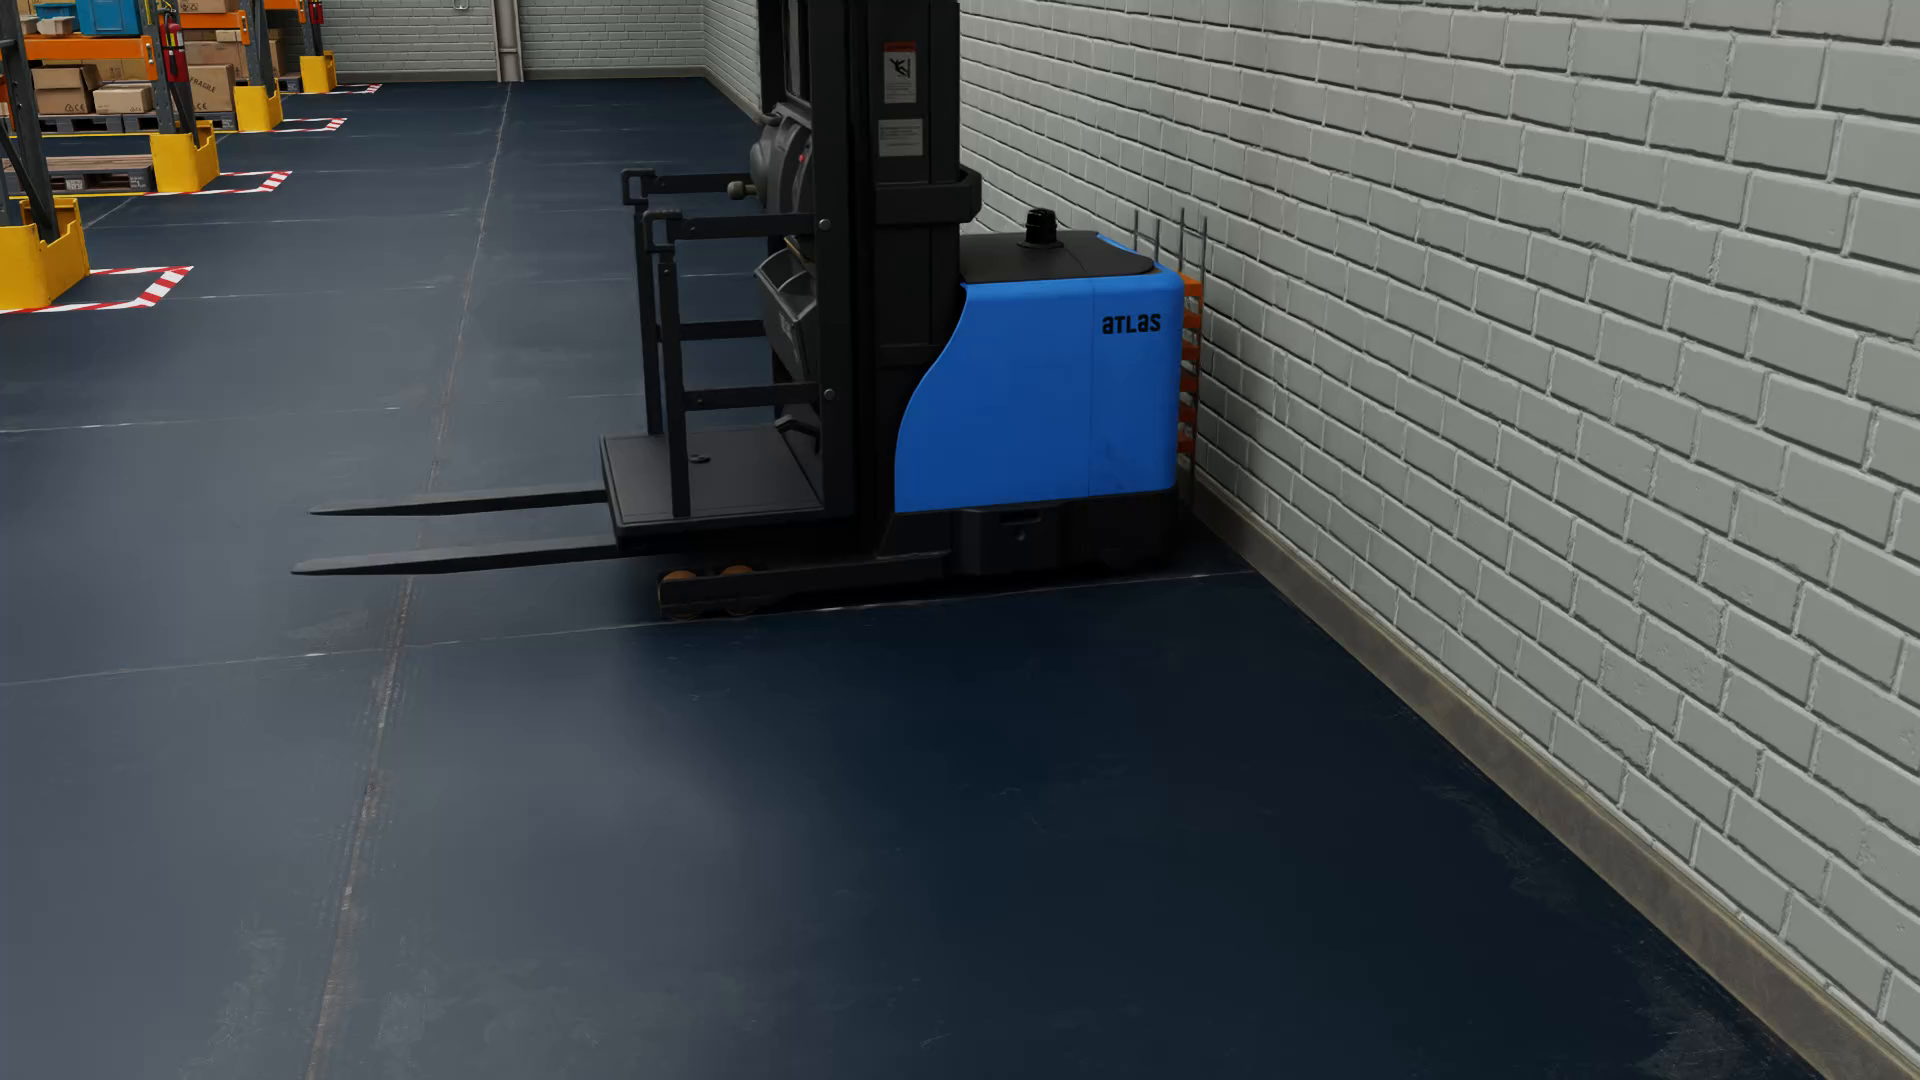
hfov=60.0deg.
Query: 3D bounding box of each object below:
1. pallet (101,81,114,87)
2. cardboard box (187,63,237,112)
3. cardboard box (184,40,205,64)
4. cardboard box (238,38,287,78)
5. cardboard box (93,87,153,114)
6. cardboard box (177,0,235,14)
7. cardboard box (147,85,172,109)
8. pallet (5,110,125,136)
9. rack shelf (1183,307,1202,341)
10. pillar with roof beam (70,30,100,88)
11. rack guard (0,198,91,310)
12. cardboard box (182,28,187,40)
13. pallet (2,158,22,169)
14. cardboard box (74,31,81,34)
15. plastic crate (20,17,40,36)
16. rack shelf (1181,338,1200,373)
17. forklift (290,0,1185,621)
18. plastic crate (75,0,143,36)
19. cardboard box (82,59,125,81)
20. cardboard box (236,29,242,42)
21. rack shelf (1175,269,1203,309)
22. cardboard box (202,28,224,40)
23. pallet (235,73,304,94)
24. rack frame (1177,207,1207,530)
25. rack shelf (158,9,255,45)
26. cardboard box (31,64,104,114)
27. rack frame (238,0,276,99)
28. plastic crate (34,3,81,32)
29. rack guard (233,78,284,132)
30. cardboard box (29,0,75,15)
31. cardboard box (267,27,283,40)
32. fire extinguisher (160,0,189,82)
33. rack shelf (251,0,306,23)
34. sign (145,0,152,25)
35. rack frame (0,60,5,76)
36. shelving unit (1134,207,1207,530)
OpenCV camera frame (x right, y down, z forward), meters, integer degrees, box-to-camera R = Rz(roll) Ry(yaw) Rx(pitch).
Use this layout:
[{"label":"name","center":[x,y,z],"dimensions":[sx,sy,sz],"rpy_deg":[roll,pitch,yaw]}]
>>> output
[{"label":"pallet","center":[-12.485,-6.393,23.459],"dimensions":[1.213,0.211,1.003],"rpy_deg":[-5,21,-12]},{"label":"cardboard box","center":[-8.679,-5.234,19.237],"dimensions":[0.500,0.500,0.500],"rpy_deg":[-5,21,-12]},{"label":"cardboard box","center":[-10.985,-6.840,23.649],"dimensions":[0.500,0.500,0.700],"rpy_deg":[-5,21,-14]},{"label":"cardboard box","center":[-10.009,-6.919,23.866],"dimensions":[0.500,0.500,0.700],"rpy_deg":[-5,21,-12]},{"label":"cardboard box","center":[-9.611,-5.052,19.102],"dimensions":[0.500,0.250,0.500],"rpy_deg":[-5,21,-12]},{"label":"cardboard box","center":[-8.580,-6.247,18.863],"dimensions":[0.500,0.500,0.500],"rpy_deg":[-4,20,-11]},{"label":"cardboard box","center":[-9.288,-5.255,19.656],"dimensions":[0.500,0.250,0.500],"rpy_deg":[-5,21,-12]},{"label":"pallet","center":[-10.241,-4.853,19.255],"dimensions":[1.213,0.211,1.003],"rpy_deg":[-5,21,-12]},{"label":"rack shelf","center":[0.772,-0.818,6.234],"dimensions":[0.180,0.103,0.258],"rpy_deg":[-5,21,-14]},{"label":"pillar with roof beam","center":[-11.770,-9.389,18.863],"dimensions":[0.400,9.000,9.100],"rpy_deg":[-5,21,-12]},{"label":"rack guard","center":[-5.908,-1.839,10.608],"dimensions":[0.348,0.500,1.175],"rpy_deg":[-5,21,-12]},{"label":"cardboard box","center":[-11.166,-7.200,23.689],"dimensions":[0.250,0.149,0.380],"rpy_deg":[-4,21,-12]},{"label":"pallet","center":[-9.067,-3.212,14.775],"dimensions":[1.213,0.211,1.003],"rpy_deg":[-5,21,-12]},{"label":"cardboard box","center":[-12.116,-6.987,23.108],"dimensions":[0.250,0.149,0.380],"rpy_deg":[-4,20,-11]},{"label":"plastic crate","center":[-8.108,-4.430,14.342],"dimensions":[0.243,0.136,0.396],"rpy_deg":[-5,21,-12]},{"label":"rack shelf","center":[0.772,-0.705,6.275],"dimensions":[0.180,0.103,0.258],"rpy_deg":[-5,21,-14]},{"label":"forklift","center":[-0.787,-1.305,5.617],"dimensions":[3.031,2.935,1.130],"rpy_deg":[-5,21,-14]},{"label":"plastic crate","center":[-7.354,-4.624,14.439],"dimensions":[0.499,0.435,0.616],"rpy_deg":[-5,21,-12]},{"label":"cardboard box","center":[-12.002,-6.755,23.418],"dimensions":[0.500,0.500,0.700],"rpy_deg":[-5,21,-13]},{"label":"cardboard box","center":[-10.092,-7.153,23.560],"dimensions":[0.250,0.149,0.380],"rpy_deg":[-5,21,-13]},{"label":"rack shelf","center":[0.772,-0.930,6.192],"dimensions":[0.180,0.103,0.258],"rpy_deg":[-5,21,-14]},{"label":"cardboard box","center":[-10.669,-7.241,23.801],"dimensions":[0.250,0.149,0.380],"rpy_deg":[-4,21,-12]},{"label":"pallet","center":[-10.111,-6.586,23.987],"dimensions":[1.213,0.211,1.003],"rpy_deg":[-5,21,-12]},{"label":"rack frame","center":[0.861,-0.642,6.323],"dimensions":[0.006,1.200,0.240],"rpy_deg":[-5,21,-14]},{"label":"rack shelf","center":[-10.153,-5.831,18.917],"dimensions":[4.000,0.370,1.077],"rpy_deg":[-5,21,-12]},{"label":"cardboard box","center":[-10.272,-5.195,19.126],"dimensions":[0.637,0.503,0.797],"rpy_deg":[-5,21,-12]},{"label":"rack frame","center":[-8.207,-6.327,19.225],"dimensions":[0.127,3.000,1.000],"rpy_deg":[-5,21,-12]},{"label":"plastic crate","center":[-8.027,-4.657,14.822],"dimensions":[0.300,0.233,0.416],"rpy_deg":[-5,21,-12]},{"label":"rack guard","center":[-8.281,-5.147,19.639],"dimensions":[0.348,0.500,1.175],"rpy_deg":[-5,21,-12]},{"label":"cardboard box","center":[-10.061,-6.128,18.536],"dimensions":[0.500,0.500,0.500],"rpy_deg":[-5,21,-13]},{"label":"cardboard box","center":[-9.933,-7.301,23.965],"dimensions":[0.250,0.149,0.380],"rpy_deg":[-5,21,-12]},{"label":"fire extinguisher","center":[-6.819,-4.317,14.393],"dimensions":[0.183,0.674,0.296],"rpy_deg":[-5,21,-12]},{"label":"rack shelf","center":[-11.297,-7.489,23.443],"dimensions":[4.000,0.370,1.077],"rpy_deg":[-5,21,-12]},{"label":"sign","center":[-6.928,-4.562,14.171],"dimensions":[0.005,0.325,0.100],"rpy_deg":[-5,21,-12]},{"label":"rack frame","center":[-13.243,-7.668,22.887],"dimensions":[0.127,3.000,1.000],"rpy_deg":[-5,21,-12]},{"label":"shelving unit","center":[0.772,-0.634,6.301],"dimensions":[0.189,1.200,0.258],"rpy_deg":[-5,21,-14]}]
